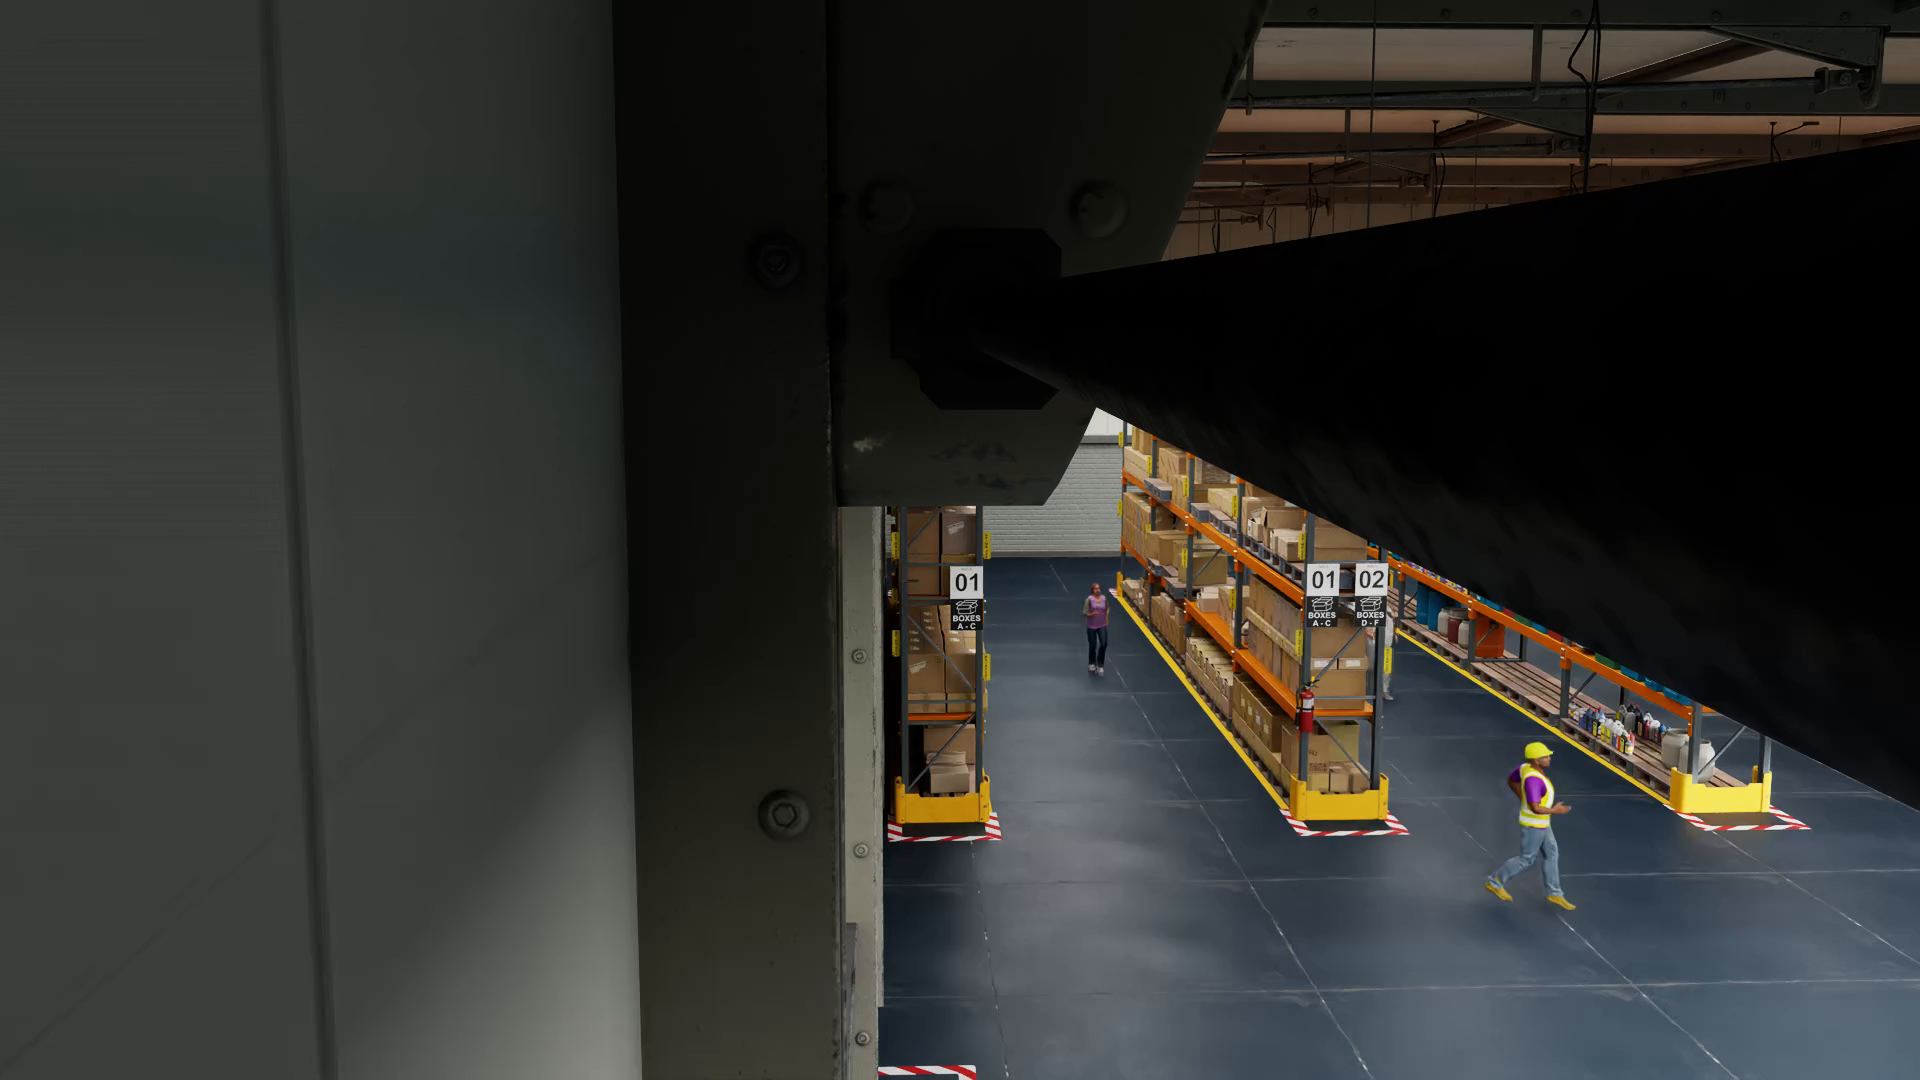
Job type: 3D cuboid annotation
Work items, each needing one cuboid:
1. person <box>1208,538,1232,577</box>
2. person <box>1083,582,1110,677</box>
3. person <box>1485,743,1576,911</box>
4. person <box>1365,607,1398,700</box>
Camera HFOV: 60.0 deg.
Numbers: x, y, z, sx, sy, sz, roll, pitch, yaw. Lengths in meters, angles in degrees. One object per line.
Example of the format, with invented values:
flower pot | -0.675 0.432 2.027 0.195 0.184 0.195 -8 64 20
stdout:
person | 5.697 0.402 36.537 0.625 1.609 0.493 -5 10 -33
person | 2.357 1.535 28.585 0.514 1.631 0.653 -1 8 -6
person | 6.037 3.007 17.498 0.921 1.798 0.704 3 9 19
person | 6.831 1.675 27.074 0.678 1.748 0.917 -2 8 -13
